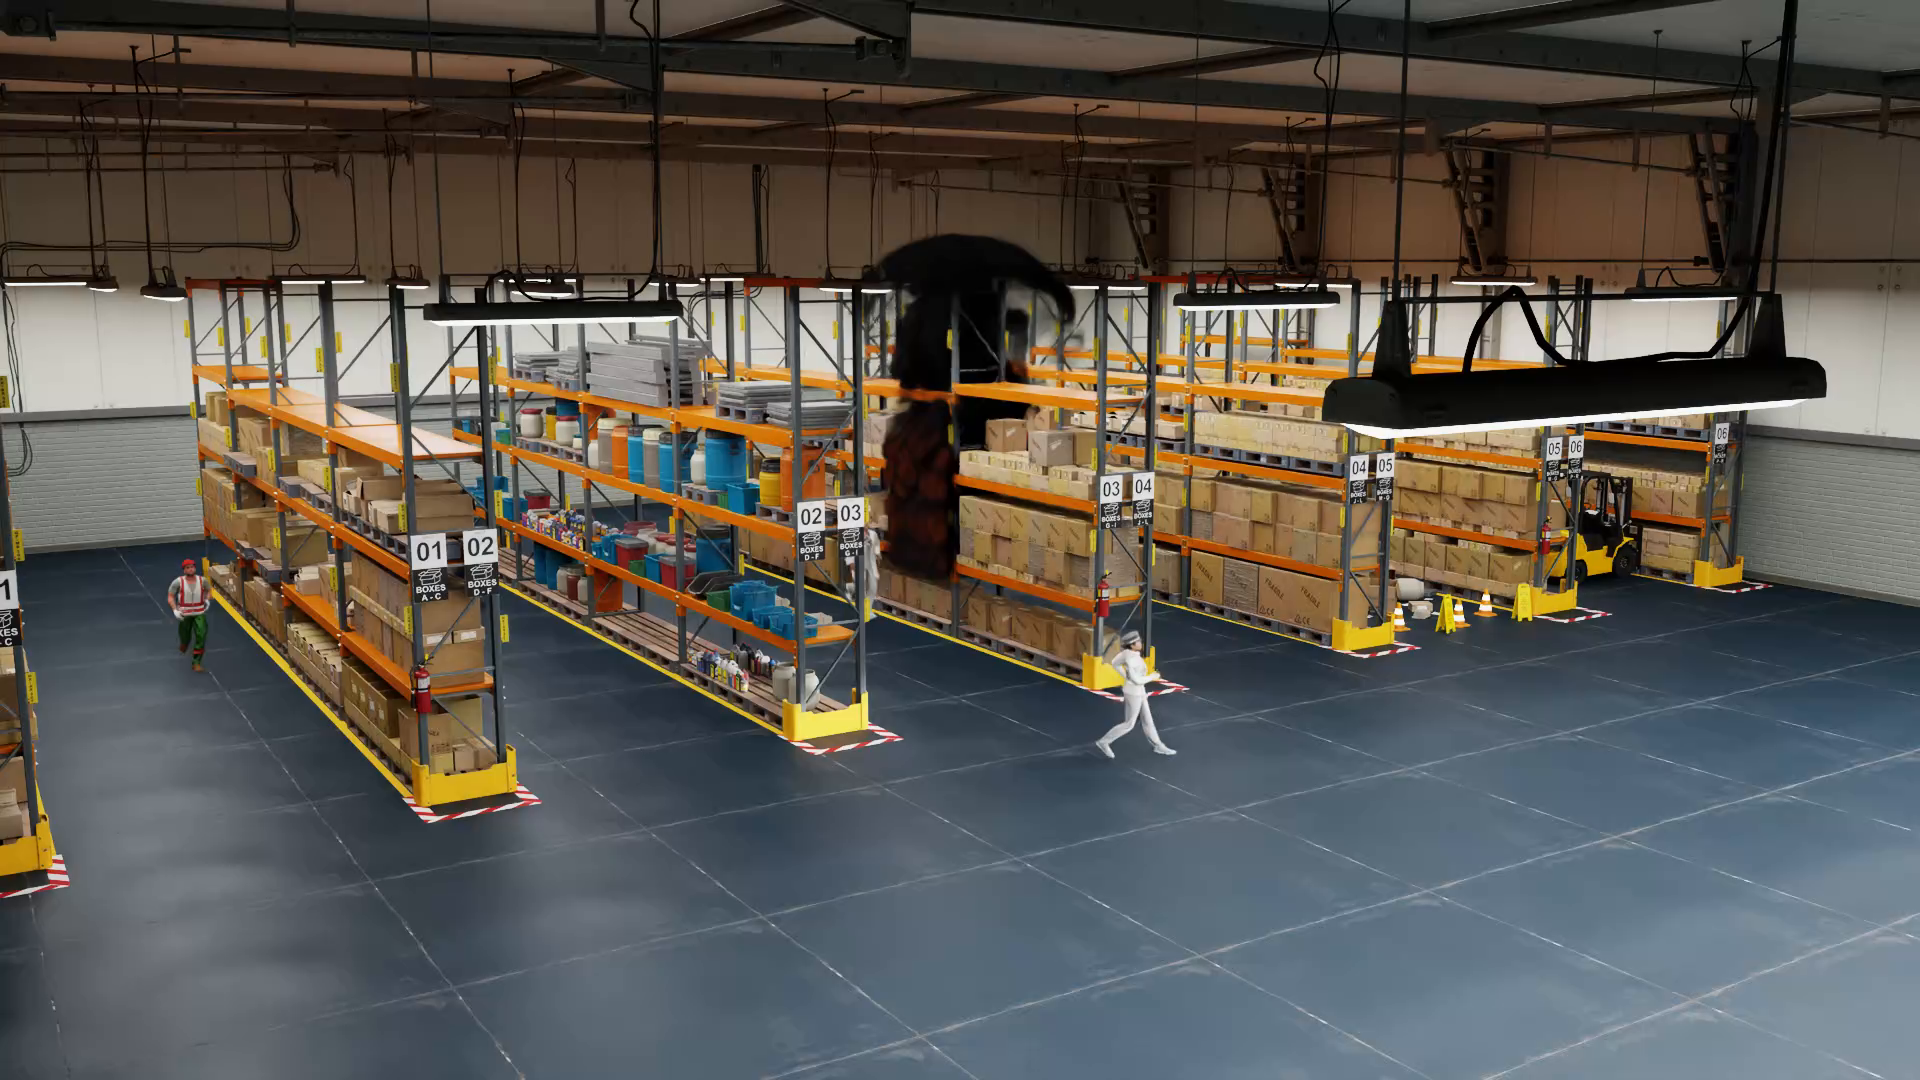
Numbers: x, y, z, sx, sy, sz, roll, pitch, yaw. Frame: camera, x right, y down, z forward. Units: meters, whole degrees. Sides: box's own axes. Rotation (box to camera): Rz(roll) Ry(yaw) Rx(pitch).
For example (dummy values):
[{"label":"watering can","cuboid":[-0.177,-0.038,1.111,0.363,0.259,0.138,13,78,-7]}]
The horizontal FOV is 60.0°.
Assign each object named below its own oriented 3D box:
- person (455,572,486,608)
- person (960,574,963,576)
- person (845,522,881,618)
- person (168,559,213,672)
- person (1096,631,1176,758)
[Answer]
[{"label":"person","cuboid":[-8.742,0.384,29.527,0.602,1.686,0.902,-7,12,-38]},{"label":"person","cuboid":[0.225,-0.153,31.920,0.680,1.764,0.793,-6,11,-31]},{"label":"person","cuboid":[-1.660,0.447,28.465,0.713,1.735,0.681,-5,11,-29]},{"label":"person","cuboid":[-12.016,1.154,26.026,0.656,1.738,0.819,-6,11,-30]},{"label":"person","cuboid":[2.252,1.950,21.155,1.036,1.648,0.625,0,10,2]}]
